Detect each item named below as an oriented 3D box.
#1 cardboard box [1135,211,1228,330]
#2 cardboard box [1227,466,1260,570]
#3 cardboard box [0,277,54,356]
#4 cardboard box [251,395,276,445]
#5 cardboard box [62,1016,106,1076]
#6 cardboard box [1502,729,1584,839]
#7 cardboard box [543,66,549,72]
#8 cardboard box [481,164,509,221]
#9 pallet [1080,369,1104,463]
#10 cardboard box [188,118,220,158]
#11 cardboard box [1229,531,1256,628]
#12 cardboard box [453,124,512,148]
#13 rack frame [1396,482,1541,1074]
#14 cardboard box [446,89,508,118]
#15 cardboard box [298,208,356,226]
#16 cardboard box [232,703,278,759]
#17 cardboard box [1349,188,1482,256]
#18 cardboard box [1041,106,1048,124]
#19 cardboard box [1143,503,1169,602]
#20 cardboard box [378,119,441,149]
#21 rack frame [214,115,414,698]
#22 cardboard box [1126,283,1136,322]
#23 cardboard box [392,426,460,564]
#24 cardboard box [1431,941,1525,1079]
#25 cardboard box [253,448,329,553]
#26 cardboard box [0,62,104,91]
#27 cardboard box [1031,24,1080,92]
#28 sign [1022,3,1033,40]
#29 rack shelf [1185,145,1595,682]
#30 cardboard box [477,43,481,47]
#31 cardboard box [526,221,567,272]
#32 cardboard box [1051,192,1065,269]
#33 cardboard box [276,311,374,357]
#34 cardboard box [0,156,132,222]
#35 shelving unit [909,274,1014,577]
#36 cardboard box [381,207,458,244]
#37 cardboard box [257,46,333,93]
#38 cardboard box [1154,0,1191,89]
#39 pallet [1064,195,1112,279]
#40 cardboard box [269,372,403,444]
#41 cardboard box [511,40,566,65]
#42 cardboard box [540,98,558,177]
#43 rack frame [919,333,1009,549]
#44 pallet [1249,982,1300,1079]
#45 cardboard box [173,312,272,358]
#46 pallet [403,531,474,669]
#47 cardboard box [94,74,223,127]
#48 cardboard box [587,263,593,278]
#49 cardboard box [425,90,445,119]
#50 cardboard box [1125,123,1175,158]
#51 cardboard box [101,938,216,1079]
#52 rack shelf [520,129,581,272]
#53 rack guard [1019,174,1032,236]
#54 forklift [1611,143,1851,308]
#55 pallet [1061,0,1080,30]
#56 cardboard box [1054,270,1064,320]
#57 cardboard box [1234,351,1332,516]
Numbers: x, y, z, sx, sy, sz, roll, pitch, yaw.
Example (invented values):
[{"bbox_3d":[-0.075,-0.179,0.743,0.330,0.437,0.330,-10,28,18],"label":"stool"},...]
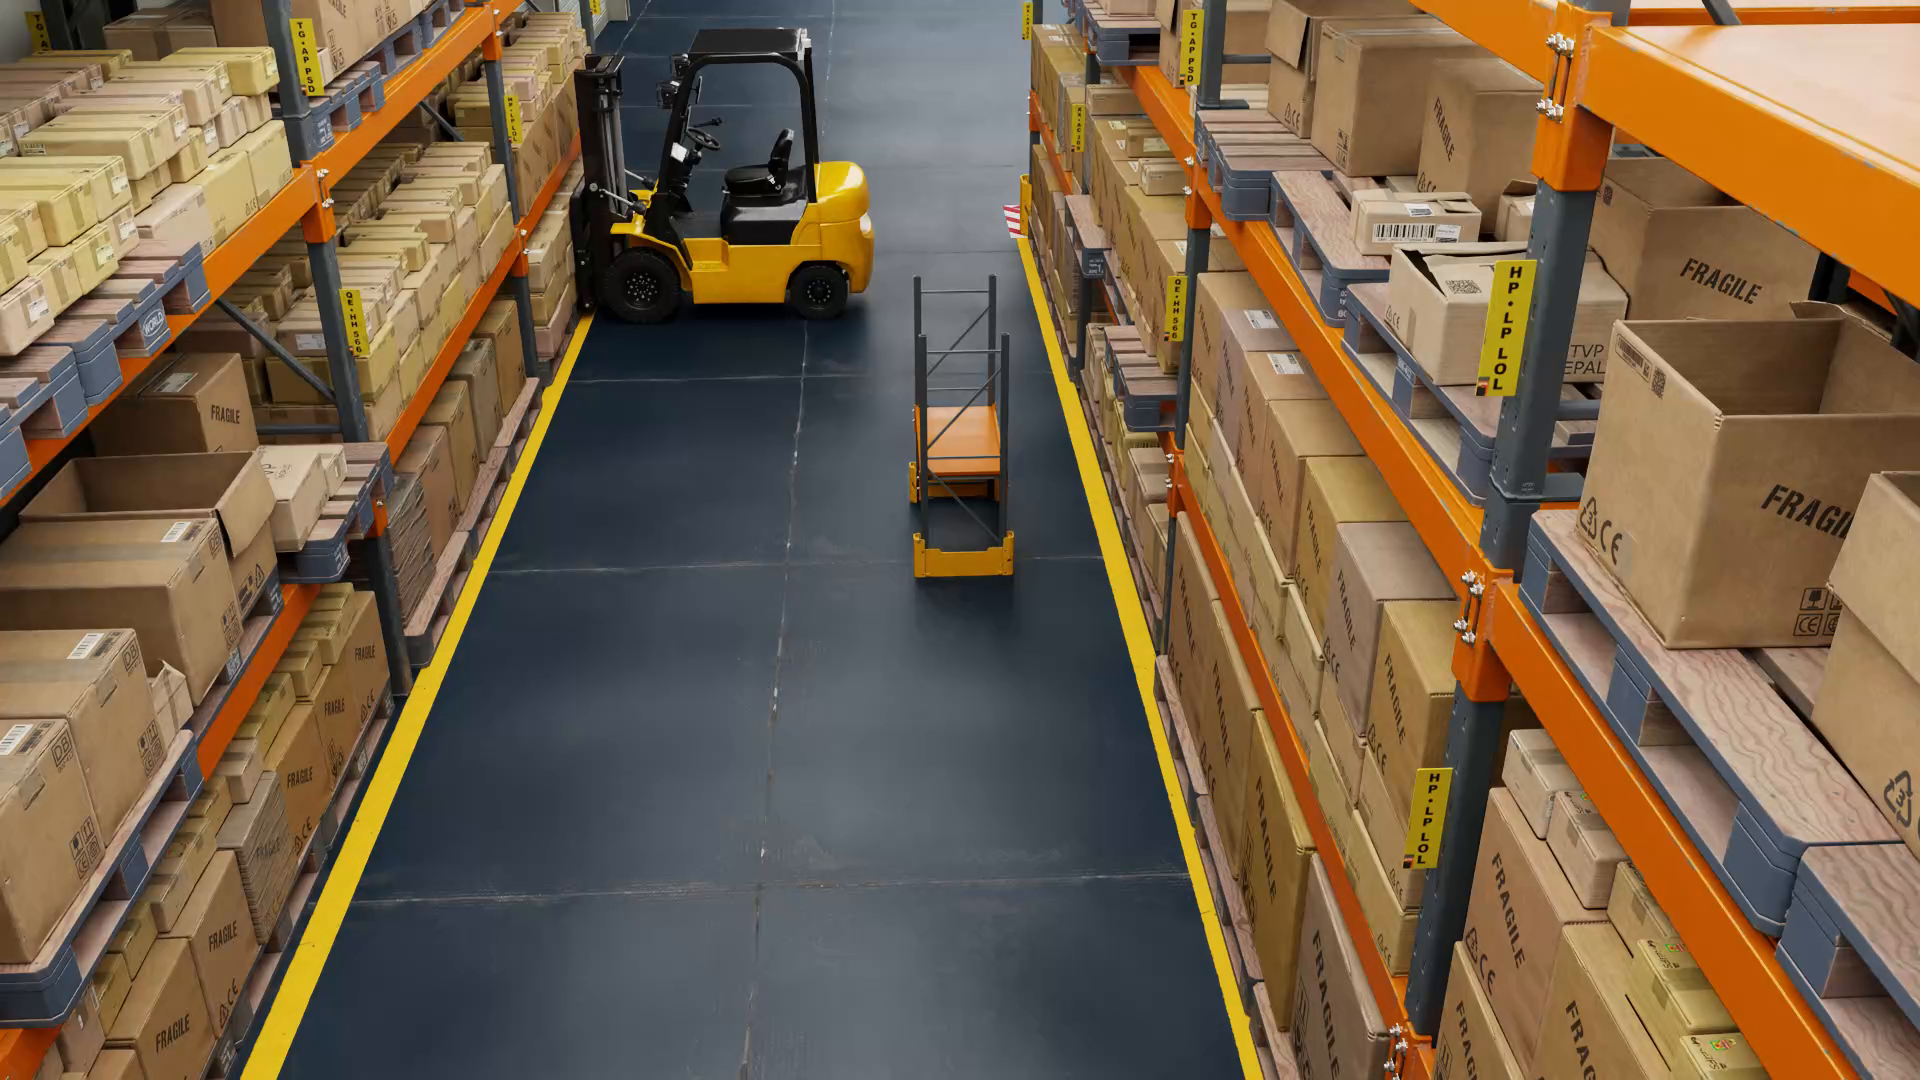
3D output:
[{"bbox_3d":[1.237,-1.449,8.901,0.500,0.500,0.500,-2,28,-3],"label":"cardboard box"},{"bbox_3d":[1.396,-0.091,6.802,0.500,0.250,0.500,-1,28,-3],"label":"cardboard box"},{"bbox_3d":[-2.807,-0.627,4.674,0.380,0.149,0.250,-1,28,-2],"label":"cardboard box"},{"bbox_3d":[-3.659,-0.658,8.430,0.500,0.250,0.500,-2,28,-4],"label":"cardboard box"},{"bbox_3d":[-3.016,1.660,5.370,0.380,0.149,0.250,-2,28,-4],"label":"cardboard box"},{"bbox_3d":[1.543,0.579,4.005,0.380,0.149,0.250,-2,28,-3],"label":"cardboard box"},{"bbox_3d":[-3.486,-3.687,13.266,0.380,0.149,0.250,-2,28,-3],"label":"cardboard box"},{"bbox_3d":[-3.308,-2.305,11.048,0.500,0.250,0.500,-2,28,-4],"label":"cardboard box"},{"bbox_3d":[1.410,-0.896,11.740,1.003,0.211,1.213,-1,28,-3],"label":"pallet"},{"bbox_3d":[-3.139,-1.563,6.491,0.380,0.149,0.250,-1,28,-2],"label":"cardboard box"},{"bbox_3d":[1.417,0.133,6.914,0.500,0.250,0.500,0,28,-1],"label":"cardboard box"},{"bbox_3d":[-3.343,-2.856,11.673,0.380,0.149,0.250,-2,28,-3],"label":"cardboard box"},{"bbox_3d":[1.785,1.202,4.701,1.000,3.000,0.127,-1,28,-3],"label":"rack frame"},{"bbox_3d":[-3.431,-3.107,11.832,0.380,0.149,0.250,-1,28,-2],"label":"cardboard box"},{"bbox_3d":[-3.752,-1.830,9.705,0.380,0.149,0.250,-1,28,-2],"label":"cardboard box"},{"bbox_3d":[-3.105,0.819,6.983,0.380,0.149,0.250,-2,28,-3],"label":"cardboard box"},{"bbox_3d":[1.537,-1.080,5.632,0.380,0.166,0.250,1,28,2],"label":"cardboard box"},{"bbox_3d":[0.897,-3.707,14.386,0.380,0.149,0.250,-1,28,-2],"label":"cardboard box"},{"bbox_3d":[1.557,0.073,9.254,0.950,0.372,0.625,-3,28,-6],"label":"cardboard box"},{"bbox_3d":[-3.862,-2.845,11.651,0.380,0.149,0.250,-2,28,-3],"label":"cardboard box"},{"bbox_3d":[-3.380,-0.523,8.010,1.000,3.000,0.127,-1,28,-3],"label":"rack frame"},{"bbox_3d":[1.147,-1.346,9.404,0.380,0.149,0.250,-1,28,-2],"label":"cardboard box"},{"bbox_3d":[-3.441,-0.247,9.593,0.875,0.625,0.625,-1,28,-1],"label":"cardboard box"},{"bbox_3d":[1.548,1.381,4.250,0.500,0.500,0.500,-1,28,-1],"label":"cardboard box"},{"bbox_3d":[-3.002,-0.164,7.028,0.500,0.250,0.500,-3,28,-5],"label":"cardboard box"},{"bbox_3d":[-3.653,-1.801,6.625,0.380,0.149,0.250,-1,28,-2],"label":"cardboard box"},{"bbox_3d":[0.907,-4.290,14.802,0.500,0.500,0.500,-2,28,-3],"label":"cardboard box"},{"bbox_3d":[0.617,-4.710,15.101,0.100,0.325,0.005,-1,28,-3],"label":"sign"},{"bbox_3d":[1.681,-0.732,5.945,1.077,0.370,4.000,-1,28,-3],"label":"rack shelf"},{"bbox_3d":[-4.034,-3.919,13.389,0.380,0.149,0.250,-2,28,-4],"label":"cardboard box"},{"bbox_3d":[-3.318,-2.248,12.755,0.500,0.250,0.500,-1,28,-3],"label":"cardboard box"},{"bbox_3d":[1.013,-2.529,13.563,0.500,0.500,0.500,0,28,0],"label":"cardboard box"},{"bbox_3d":[-3.103,-1.010,8.132,0.380,0.149,0.250,-1,28,-1],"label":"cardboard box"},{"bbox_3d":[-2.888,-1.115,5.289,0.380,0.149,0.250,-1,28,-2],"label":"cardboard box"},{"bbox_3d":[-0.004,-0.700,9.971,0.587,1.500,1.083,-1,28,-3],"label":"shelving unit"},{"bbox_3d":[-3.162,-1.840,9.725,0.380,0.149,0.250,-2,28,-4],"label":"cardboard box"},{"bbox_3d":[-3.095,-2.149,7.573,0.380,0.166,0.250,-1,28,-3],"label":"cardboard box"},{"bbox_3d":[1.468,-2.724,8.874,0.797,0.503,0.637,-1,28,-3],"label":"cardboard box"},{"bbox_3d":[1.262,-2.051,11.145,1.003,0.211,1.213,-1,28,-3],"label":"pallet"},{"bbox_3d":[-3.159,-0.668,8.449,0.500,0.250,0.500,-1,28,-2],"label":"cardboard box"},{"bbox_3d":[-3.402,-3.934,13.418,0.380,0.149,0.250,-1,28,-2],"label":"cardboard box"},{"bbox_3d":[-3.423,-3.100,12.842,0.500,0.500,0.500,-2,28,-3],"label":"cardboard box"},{"bbox_3d":[0.022,-0.470,9.529,0.500,1.500,0.032,-1,28,-3],"label":"rack frame"},{"bbox_3d":[1.670,2.084,6.026,1.003,0.211,1.213,-1,28,-3],"label":"pallet"},{"bbox_3d":[-3.599,-1.001,8.115,0.380,0.149,0.250,-1,28,-1],"label":"cardboard box"},{"bbox_3d":[-3.384,0.332,9.385,1.003,0.211,1.213,-1,28,-3],"label":"pallet"},{"bbox_3d":[-3.094,-1.698,6.428,0.380,0.149,0.250,-2,28,-4],"label":"cardboard box"},{"bbox_3d":[-3.375,-2.275,13.888,0.500,0.250,0.500,-1,28,-1],"label":"cardboard box"},{"bbox_3d":[-3.879,-3.091,11.802,0.380,0.149,0.250,-2,28,-4],"label":"cardboard box"},{"bbox_3d":[1.199,-2.417,10.056,0.380,0.149,0.250,0,28,0],"label":"cardboard box"},{"bbox_3d":[-3.009,1.772,5.859,0.500,0.500,0.500,-2,28,-3],"label":"cardboard box"},{"bbox_3d":[-3.693,-2.975,13.489,1.077,0.370,4.000,-1,28,-3],"label":"rack shelf"},{"bbox_3d":[1.163,-3.196,15.837,1.175,0.500,0.348,-1,28,-3],"label":"rack guard"},{"bbox_3d":[3.919,-0.999,8.996,1.130,2.935,3.031,1,28,2],"label":"forklift"},{"bbox_3d":[1.294,-3.451,10.583,1.213,0.211,1.003,-1,28,-3],"label":"pallet"},{"bbox_3d":[1.031,-1.971,13.305,0.500,0.250,0.500,-2,28,-4],"label":"cardboard box"},{"bbox_3d":[1.405,-0.431,6.643,0.500,0.500,0.500,-1,28,-1],"label":"cardboard box"}]
